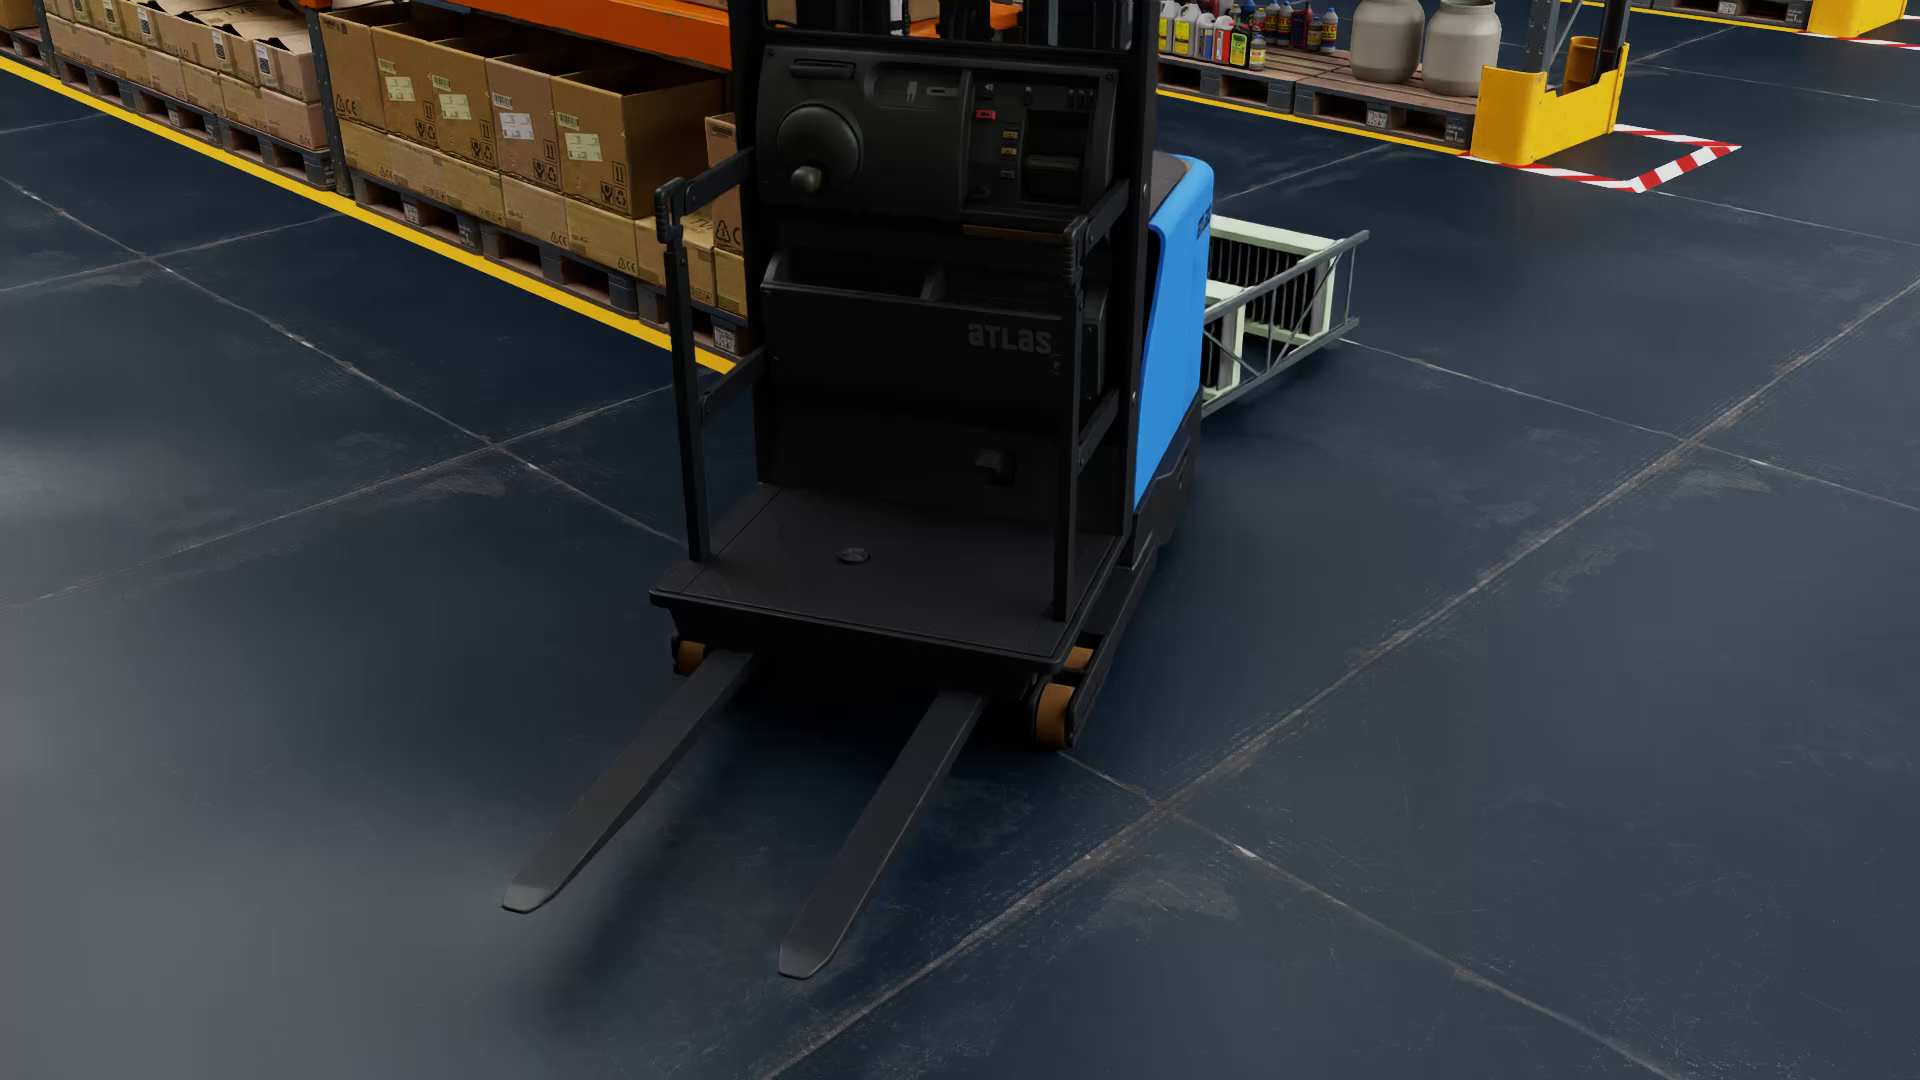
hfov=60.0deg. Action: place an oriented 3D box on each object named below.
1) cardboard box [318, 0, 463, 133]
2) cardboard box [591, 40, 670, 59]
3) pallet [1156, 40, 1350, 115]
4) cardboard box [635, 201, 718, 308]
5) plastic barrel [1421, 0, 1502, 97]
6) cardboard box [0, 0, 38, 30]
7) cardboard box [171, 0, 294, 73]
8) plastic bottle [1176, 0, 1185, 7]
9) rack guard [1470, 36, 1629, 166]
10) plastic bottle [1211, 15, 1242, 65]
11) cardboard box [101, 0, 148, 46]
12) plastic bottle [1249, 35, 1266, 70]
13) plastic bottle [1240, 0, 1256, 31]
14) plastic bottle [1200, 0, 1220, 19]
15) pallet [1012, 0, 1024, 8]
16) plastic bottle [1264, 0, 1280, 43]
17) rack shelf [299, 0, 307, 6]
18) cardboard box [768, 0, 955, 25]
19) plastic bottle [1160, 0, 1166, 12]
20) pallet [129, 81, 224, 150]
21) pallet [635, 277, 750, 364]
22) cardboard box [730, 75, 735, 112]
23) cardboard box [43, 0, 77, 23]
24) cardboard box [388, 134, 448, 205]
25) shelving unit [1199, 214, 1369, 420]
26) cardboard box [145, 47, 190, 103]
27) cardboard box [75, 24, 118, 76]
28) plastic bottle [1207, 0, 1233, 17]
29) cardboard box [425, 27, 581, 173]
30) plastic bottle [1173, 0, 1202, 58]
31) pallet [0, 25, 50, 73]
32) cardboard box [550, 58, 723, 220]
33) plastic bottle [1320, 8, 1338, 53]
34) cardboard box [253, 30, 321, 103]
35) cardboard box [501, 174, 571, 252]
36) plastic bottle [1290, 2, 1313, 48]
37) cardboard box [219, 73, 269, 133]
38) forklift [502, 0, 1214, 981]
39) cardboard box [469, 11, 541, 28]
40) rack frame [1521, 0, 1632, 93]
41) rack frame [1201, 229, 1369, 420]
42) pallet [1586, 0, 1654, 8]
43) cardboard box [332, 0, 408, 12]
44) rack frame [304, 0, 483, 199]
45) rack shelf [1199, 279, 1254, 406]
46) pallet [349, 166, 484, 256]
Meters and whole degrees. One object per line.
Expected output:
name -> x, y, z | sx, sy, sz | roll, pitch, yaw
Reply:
cardboard box -> -2.751, -2.328, 8.152 | 0.500, 0.500, 0.500 | 25, 36, 38
cardboard box -> -1.304, -2.017, 7.561 | 0.500, 0.500, 0.500 | 25, 36, 38
pallet -> 1.937, -3.060, 10.843 | 1.213, 0.211, 1.003 | 25, 36, 38
cardboard box -> -0.965, -1.182, 6.779 | 0.500, 0.250, 0.500 | 25, 36, 38
plastic barrel -> 2.942, -2.894, 9.753 | 0.421, 0.512, 0.421 | 0, 28, 0
cardboard box -> -6.546, -3.903, 11.664 | 0.500, 0.500, 0.500 | -24, 36, -37
cardboard box -> -4.082, -2.868, 9.382 | 0.500, 0.311, 0.500 | 24, 36, 38
plastic bottle -> 1.557, -3.701, 11.512 | 0.061, 0.283, 0.133 | -22, 35, -36
rack guard -> 3.378, -2.523, 9.511 | 0.348, 0.500, 1.175 | 25, 36, 38
plastic bottle -> 1.688, -3.154, 10.480 | 0.135, 0.276, 0.152 | 25, 37, 39
cardboard box -> -4.805, -3.201, 10.015 | 0.500, 0.311, 0.500 | 23, 36, 37
plastic bottle -> 1.848, -3.030, 10.323 | 0.097, 0.201, 0.097 | 0, 28, 0
plastic bottle -> 1.931, -3.513, 11.166 | 0.097, 0.271, 0.097 | 0, 28, 0
plastic bottle -> 1.680, -3.545, 11.215 | 0.133, 0.283, 0.061 | 25, 36, 38
pallet -> 0.026, -3.934, 12.506 | 1.213, 0.211, 1.003 | 25, 36, 38
plastic bottle -> 2.075, -3.447, 11.041 | 0.097, 0.271, 0.097 | 0, 28, 0
rack shelf -> -4.289, -3.617, 9.678 | 4.000, 0.370, 1.077 | 25, 36, 38
cardboard box -> -0.334, -2.178, 6.062 | 0.500, 0.500, 0.700 | 25, 36, 38
plastic bottle -> 1.325, -3.680, 11.479 | 0.135, 0.276, 0.152 | 25, 36, 38
pallet -> -4.289, -2.674, 10.109 | 1.213, 0.211, 1.003 | 25, 36, 38
pallet -> -0.585, -0.979, 6.885 | 1.213, 0.211, 1.003 | 25, 36, 38
cardboard box -> -0.594, -1.690, 6.938 | 0.500, 0.500, 0.500 | 25, 36, 38
cardboard box -> -5.547, -3.536, 10.653 | 0.500, 0.311, 0.500 | -24, 36, -38
cardboard box -> -2.391, -1.835, 8.019 | 0.500, 0.250, 0.500 | 25, 36, 38
shelving unit -> 0.876, -0.896, 6.427 | 0.755, 0.431, 1.500 | 20, 34, 33
cardboard box -> -4.448, -2.790, 9.835 | 0.500, 0.250, 0.500 | -24, 36, -38
cardboard box -> -5.188, -3.125, 10.472 | 0.500, 0.250, 0.500 | 23, 36, 37
plastic bottle -> 1.755, -3.578, 11.285 | 0.152, 0.276, 0.135 | -25, 36, -38
cardboard box -> -2.038, -2.002, 7.532 | 0.500, 0.500, 0.500 | 25, 36, 38
plastic bottle -> 1.468, -3.285, 10.649 | 0.144, 0.351, 0.185 | -24, 36, -37
pallet -> -6.221, -3.610, 11.888 | 1.213, 0.211, 1.003 | 25, 36, 38
cardboard box -> -1.324, -1.676, 6.912 | 0.500, 0.500, 0.500 | 25, 36, 38
plastic bottle -> 2.391, -3.302, 10.766 | 0.097, 0.271, 0.097 | 0, 28, 0
cardboard box -> -3.352, -2.537, 8.752 | 0.500, 0.311, 0.500 | 25, 36, 38
cardboard box -> -1.678, -1.509, 7.399 | 0.500, 0.250, 0.500 | 25, 36, 38
plastic bottle -> 2.242, -3.387, 10.915 | 0.061, 0.283, 0.133 | -25, 36, -38
cardboard box -> -3.721, -2.456, 9.201 | 0.500, 0.250, 0.500 | 24, 36, 38
forklift -> -0.134, -0.978, 3.961 | 1.130, 2.935, 3.031 | 9, 29, 16
cardboard box -> -2.030, -2.338, 8.170 | 0.500, 0.500, 0.500 | 25, 36, 38
rack frame -> 3.465, -3.620, 8.912 | 0.127, 3.000, 1.000 | 25, 36, 38
rack frame -> 1.163, -0.790, 6.226 | 0.023, 0.400, 1.500 | 20, 34, 33
pallet -> 5.463, -4.729, 14.017 | 1.213, 0.211, 1.003 | 25, 36, 38
cardboard box -> -3.336, -2.882, 9.409 | 0.500, 0.311, 0.500 | 24, 36, 38
rack frame -> -2.862, -3.283, 8.270 | 0.127, 3.000, 1.000 | 25, 36, 38
rack shelf -> 0.673, -0.777, 6.201 | 0.720, 0.431, 0.370 | 20, 34, 33
pallet -> -2.325, -1.775, 8.399 | 1.213, 0.211, 1.003 | 25, 36, 38
